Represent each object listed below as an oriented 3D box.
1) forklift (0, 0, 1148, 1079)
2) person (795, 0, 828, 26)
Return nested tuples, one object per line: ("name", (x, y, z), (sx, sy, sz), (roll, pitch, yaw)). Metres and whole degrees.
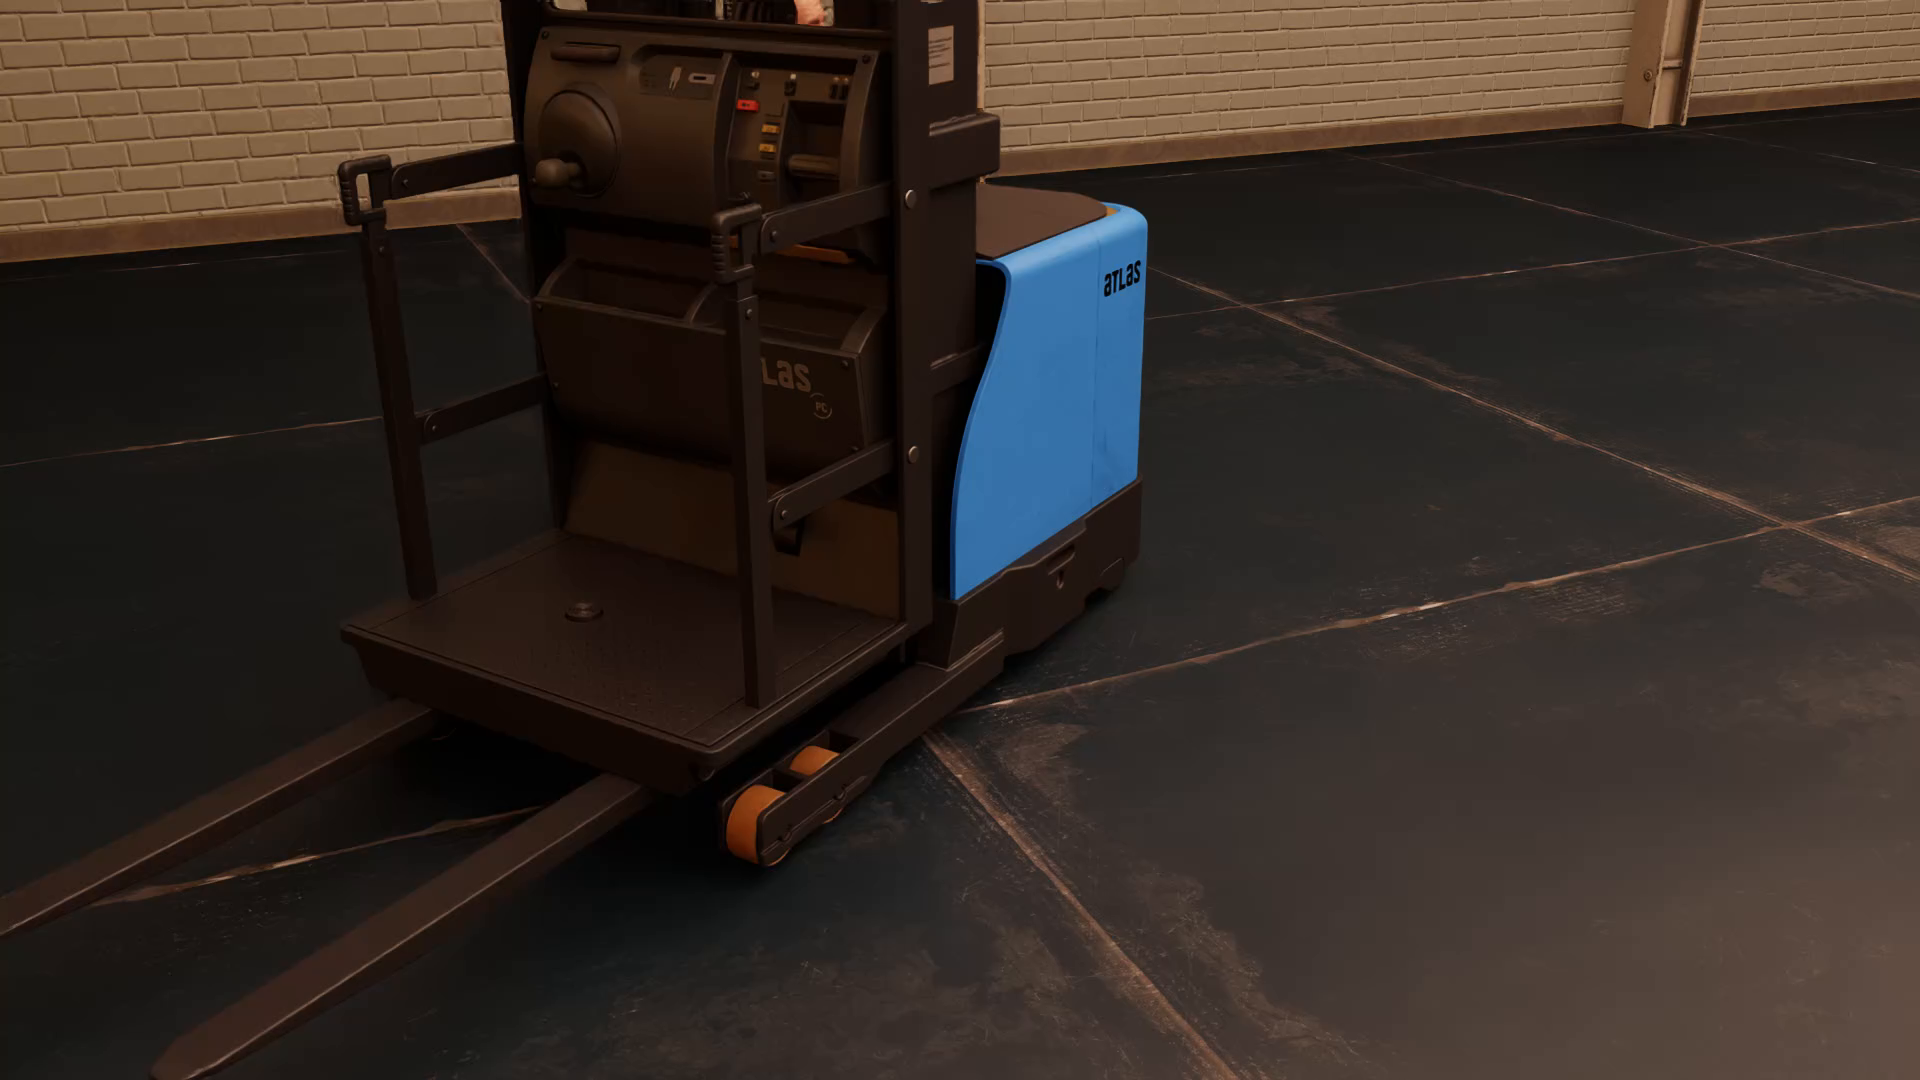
("forklift", (-0.684, -0.877, 3.397), (1.130, 2.935, 3.031), (13, 26, 29))
("person", (-0.342, -0.949, 5.361), (0.836, 1.572, 1.041), (10, 25, 22))
